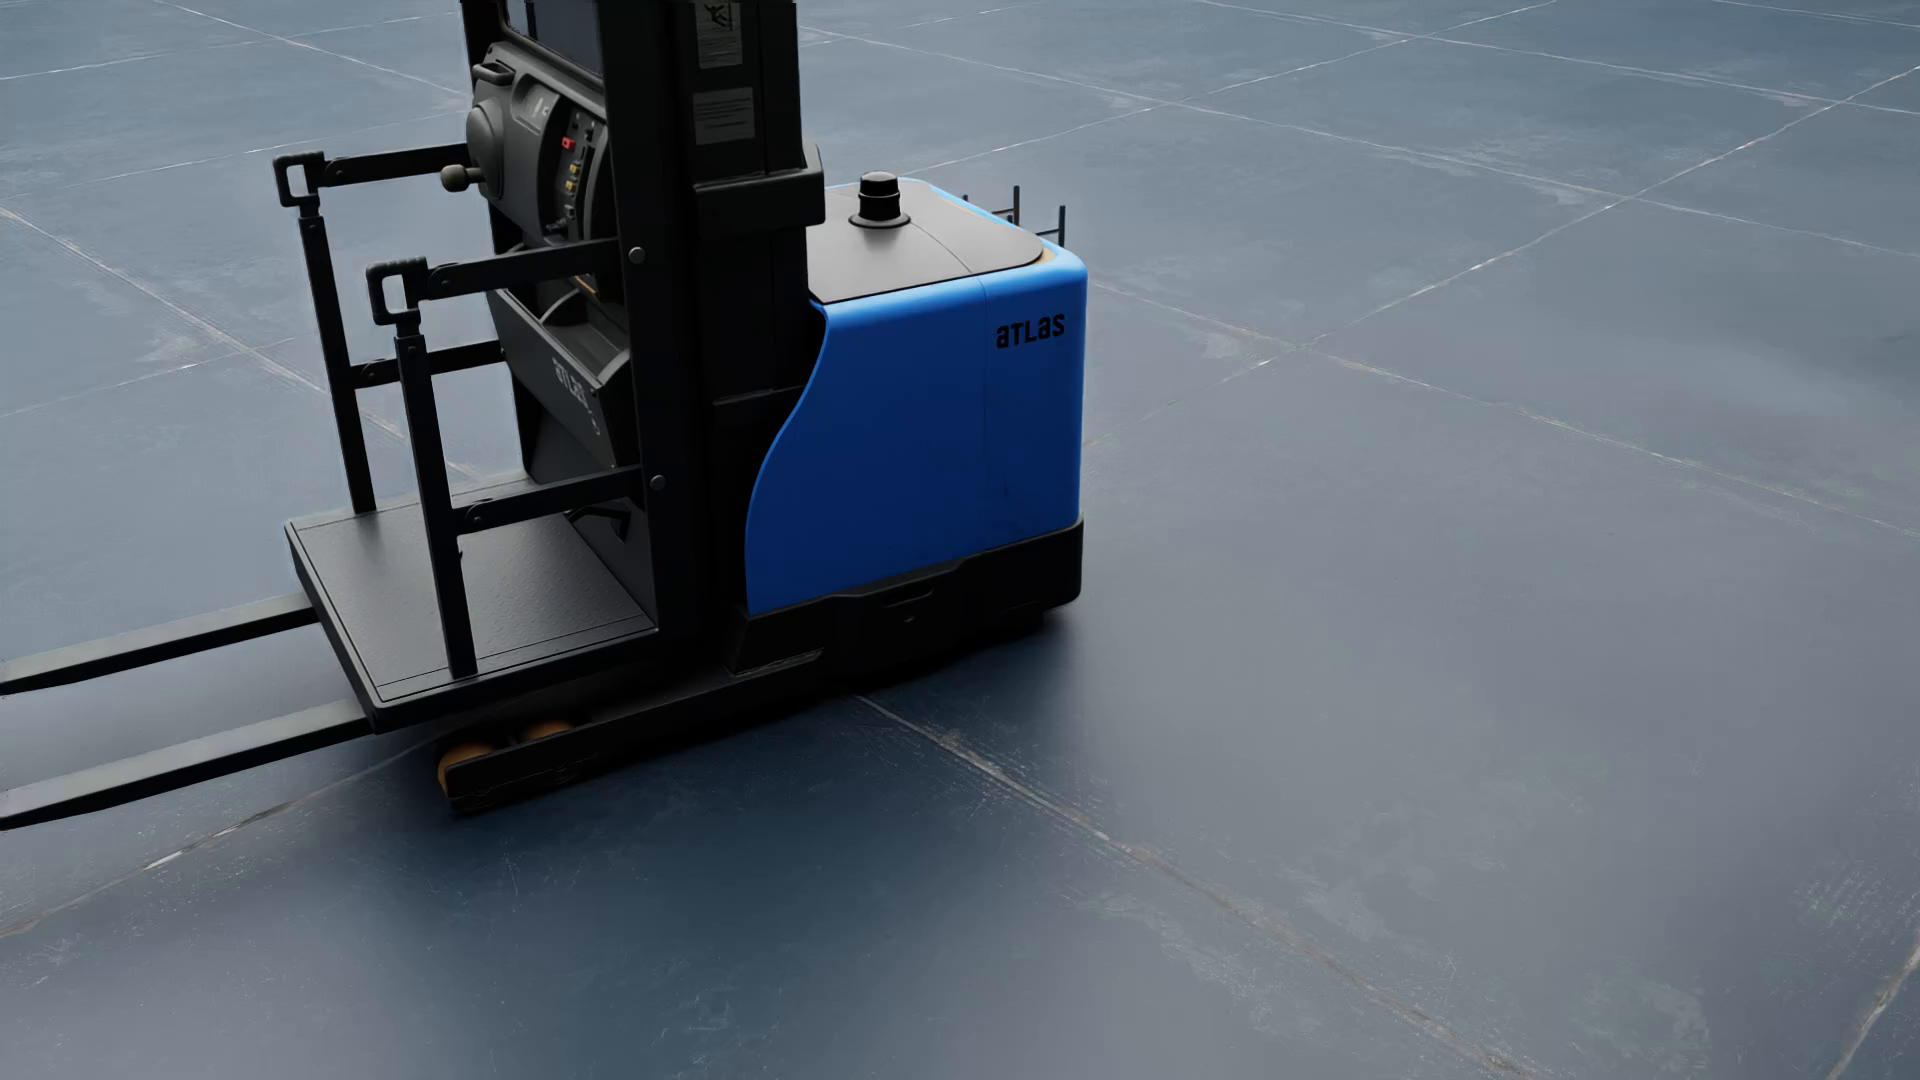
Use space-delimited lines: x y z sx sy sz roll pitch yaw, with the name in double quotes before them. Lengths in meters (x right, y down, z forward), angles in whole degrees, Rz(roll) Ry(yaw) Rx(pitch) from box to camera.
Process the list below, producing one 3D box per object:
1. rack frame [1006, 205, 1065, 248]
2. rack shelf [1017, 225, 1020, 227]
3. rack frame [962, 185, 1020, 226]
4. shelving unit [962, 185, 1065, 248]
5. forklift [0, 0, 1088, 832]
"rack frame" 0.220 -0.488 5.051 0.200 1.050 0.008 -16 32 -27
"rack shelf" 0.157 -0.779 5.016 0.215 0.259 0.240 -16 32 -27
"rack frame" 0.093 -0.585 5.235 0.200 1.050 0.008 -16 32 -27
"shelving unit" 0.157 -0.537 5.143 0.215 1.050 0.252 -16 32 -27
"forklift" -1.181 -0.927 3.864 3.031 2.935 1.130 -15 31 -27
